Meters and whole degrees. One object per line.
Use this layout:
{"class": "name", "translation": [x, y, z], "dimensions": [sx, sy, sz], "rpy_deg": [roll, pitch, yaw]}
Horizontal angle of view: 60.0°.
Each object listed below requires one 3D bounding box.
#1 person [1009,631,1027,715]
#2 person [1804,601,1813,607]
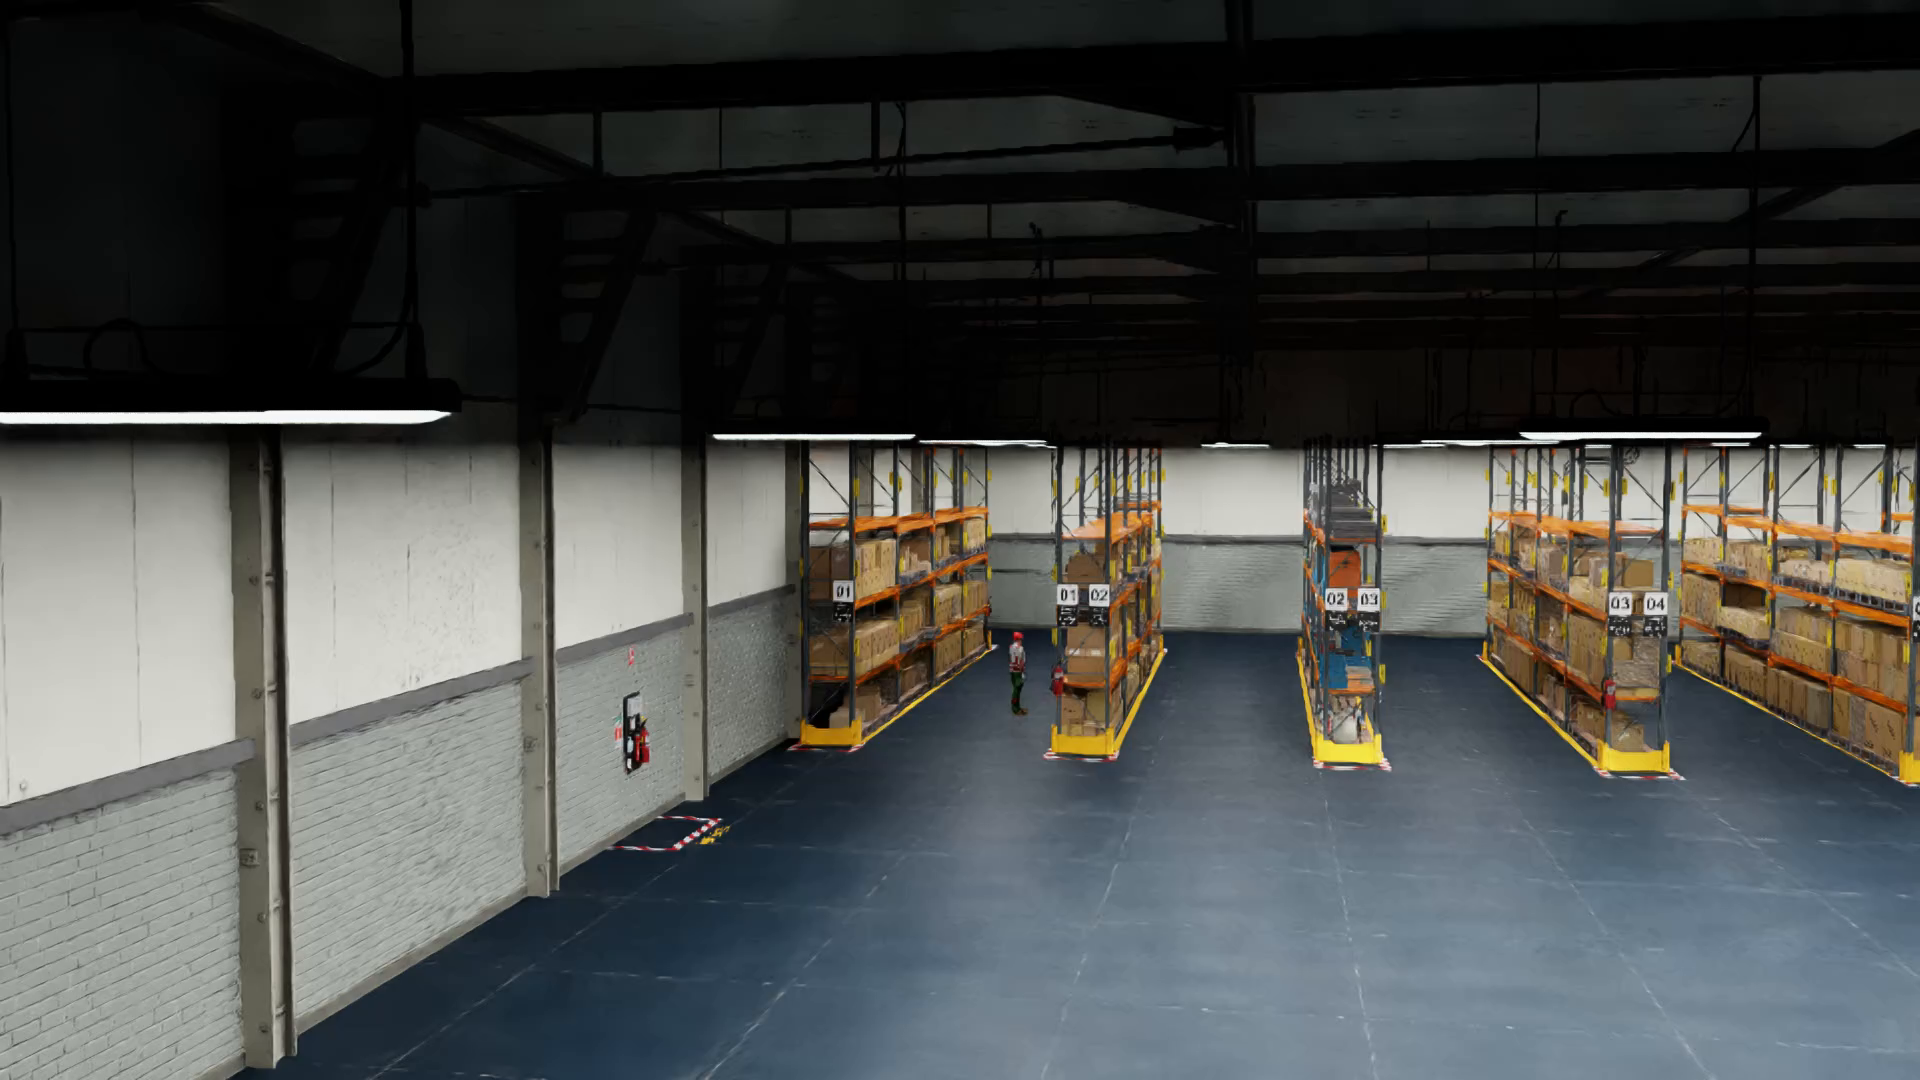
{"class": "person", "translation": [1.288, 2.862, 35.991], "dimensions": [0.439, 1.787, 0.600], "rpy_deg": [-1, 3, -20]}
{"class": "person", "translation": [22.757, 2.459, 44.650], "dimensions": [0.427, 1.674, 0.550], "rpy_deg": [2, 4, 31]}
